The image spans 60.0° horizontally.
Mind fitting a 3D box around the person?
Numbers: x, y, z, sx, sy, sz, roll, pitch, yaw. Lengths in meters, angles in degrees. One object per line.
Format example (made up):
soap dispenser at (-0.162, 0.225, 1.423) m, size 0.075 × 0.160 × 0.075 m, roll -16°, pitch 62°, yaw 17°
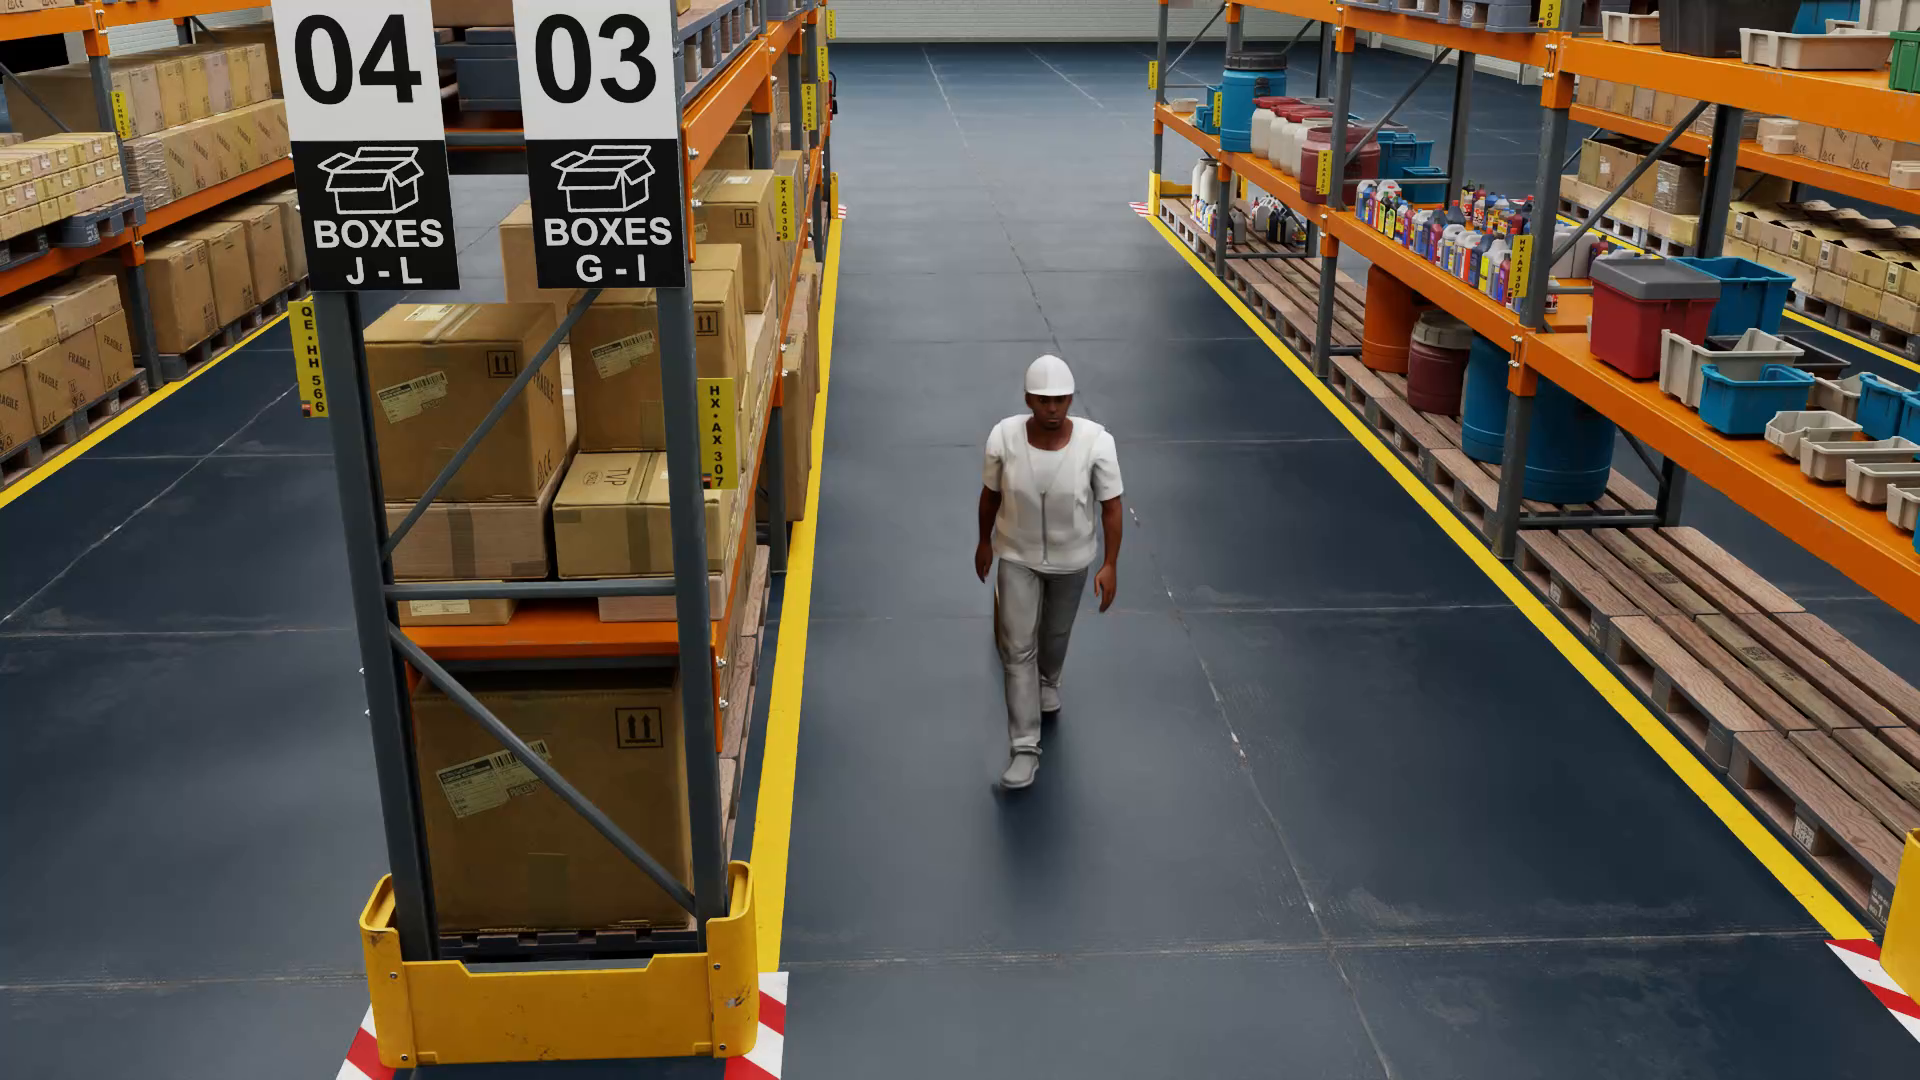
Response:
person at (0.362, 0.070, 6.845) m, size 0.603 × 1.698 × 1.052 m, roll 0°, pitch 20°, yaw 0°
